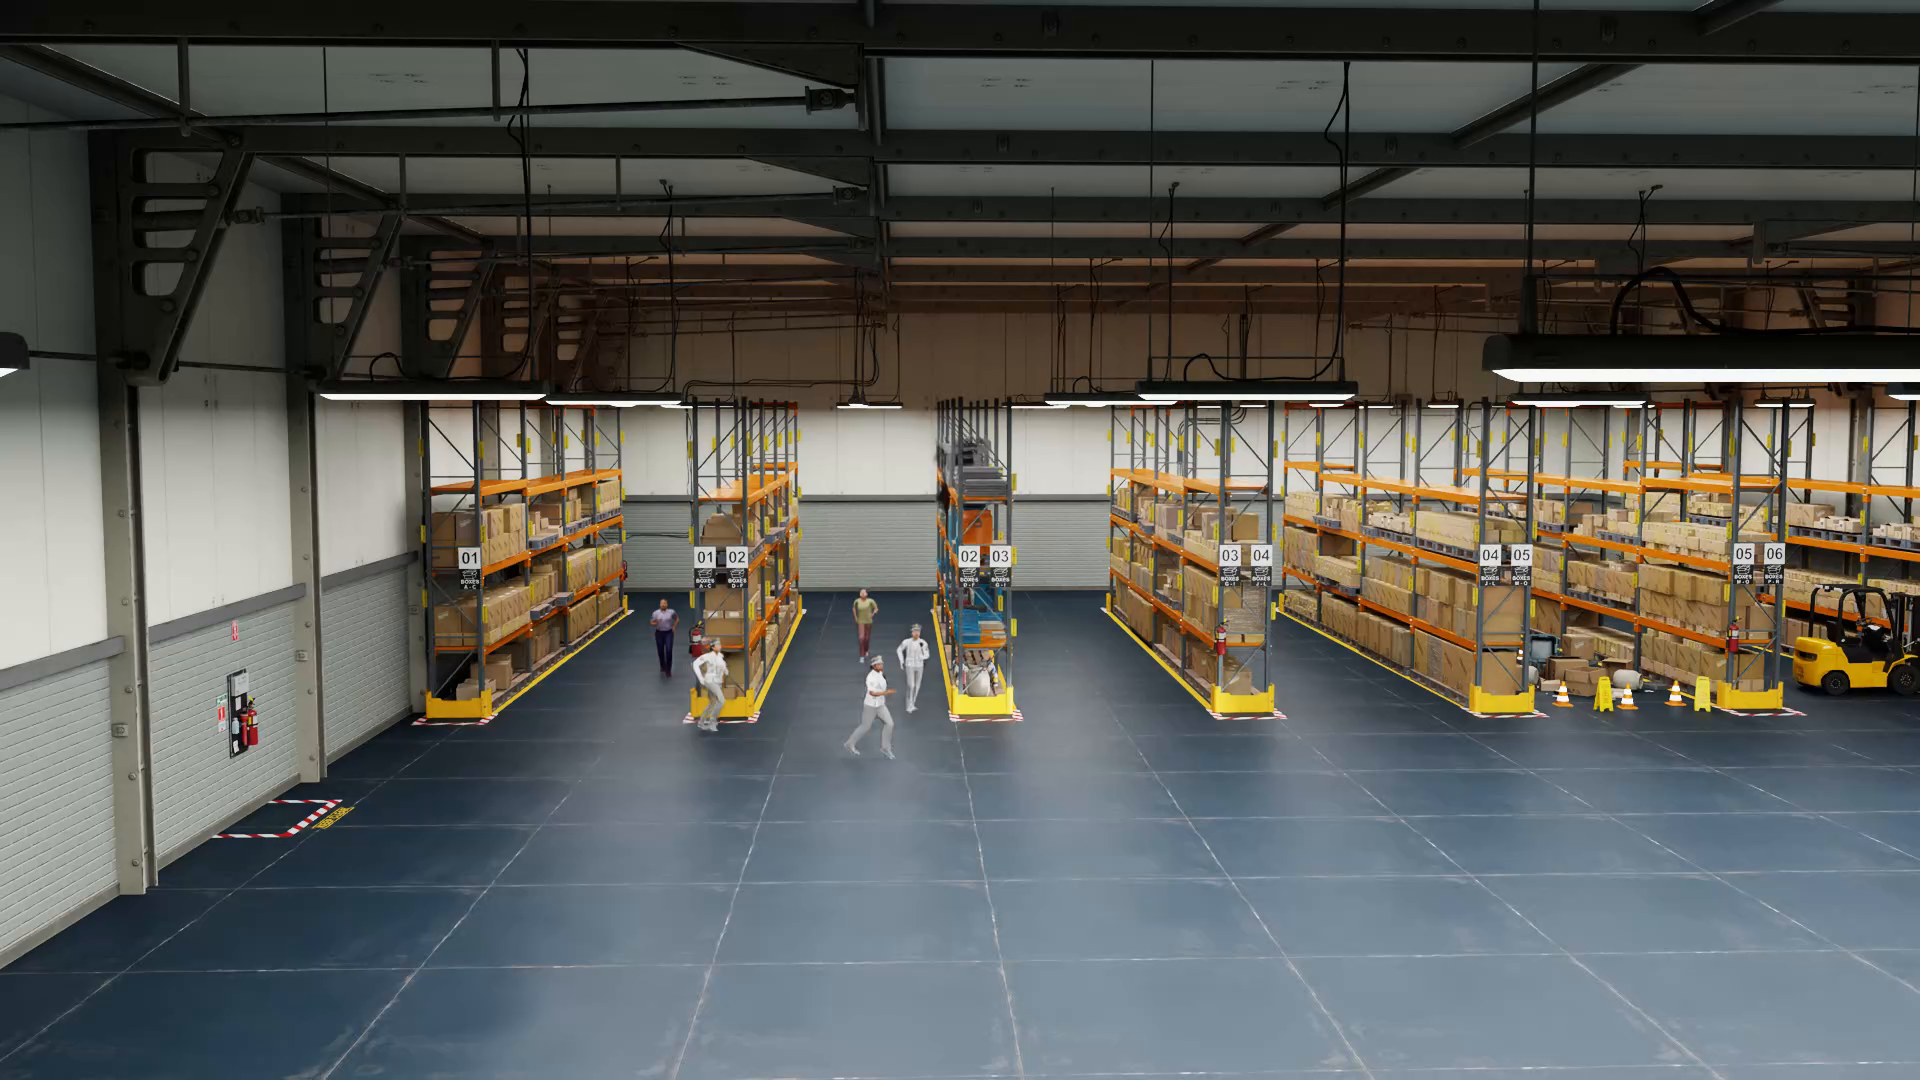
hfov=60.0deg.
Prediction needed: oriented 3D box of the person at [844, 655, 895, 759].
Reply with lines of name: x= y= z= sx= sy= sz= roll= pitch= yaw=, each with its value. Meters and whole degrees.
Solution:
person: x=-1.448 y=2.762 z=27.494 sx=0.892 sy=1.742 sz=0.585 roll=2 pitch=5 yaw=24

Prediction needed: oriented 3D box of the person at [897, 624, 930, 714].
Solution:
person: x=-0.866 y=2.445 z=31.646 sx=0.580 sy=1.700 sz=0.599 roll=-1 pitch=5 yaw=-13

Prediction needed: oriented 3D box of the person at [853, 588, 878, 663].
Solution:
person: x=-2.177 y=1.941 z=38.312 sx=0.591 sy=1.715 sz=0.777 roll=0 pitch=4 yaw=0

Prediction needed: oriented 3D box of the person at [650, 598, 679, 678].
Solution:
person: x=-6.414 y=2.113 z=36.065 sx=0.588 sy=1.699 sz=0.735 roll=0 pitch=4 yaw=-4

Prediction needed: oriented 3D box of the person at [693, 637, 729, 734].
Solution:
person: x=-4.408 y=2.584 z=29.788 sx=0.644 sy=1.694 sz=0.602 roll=2 pitch=5 yaw=25
